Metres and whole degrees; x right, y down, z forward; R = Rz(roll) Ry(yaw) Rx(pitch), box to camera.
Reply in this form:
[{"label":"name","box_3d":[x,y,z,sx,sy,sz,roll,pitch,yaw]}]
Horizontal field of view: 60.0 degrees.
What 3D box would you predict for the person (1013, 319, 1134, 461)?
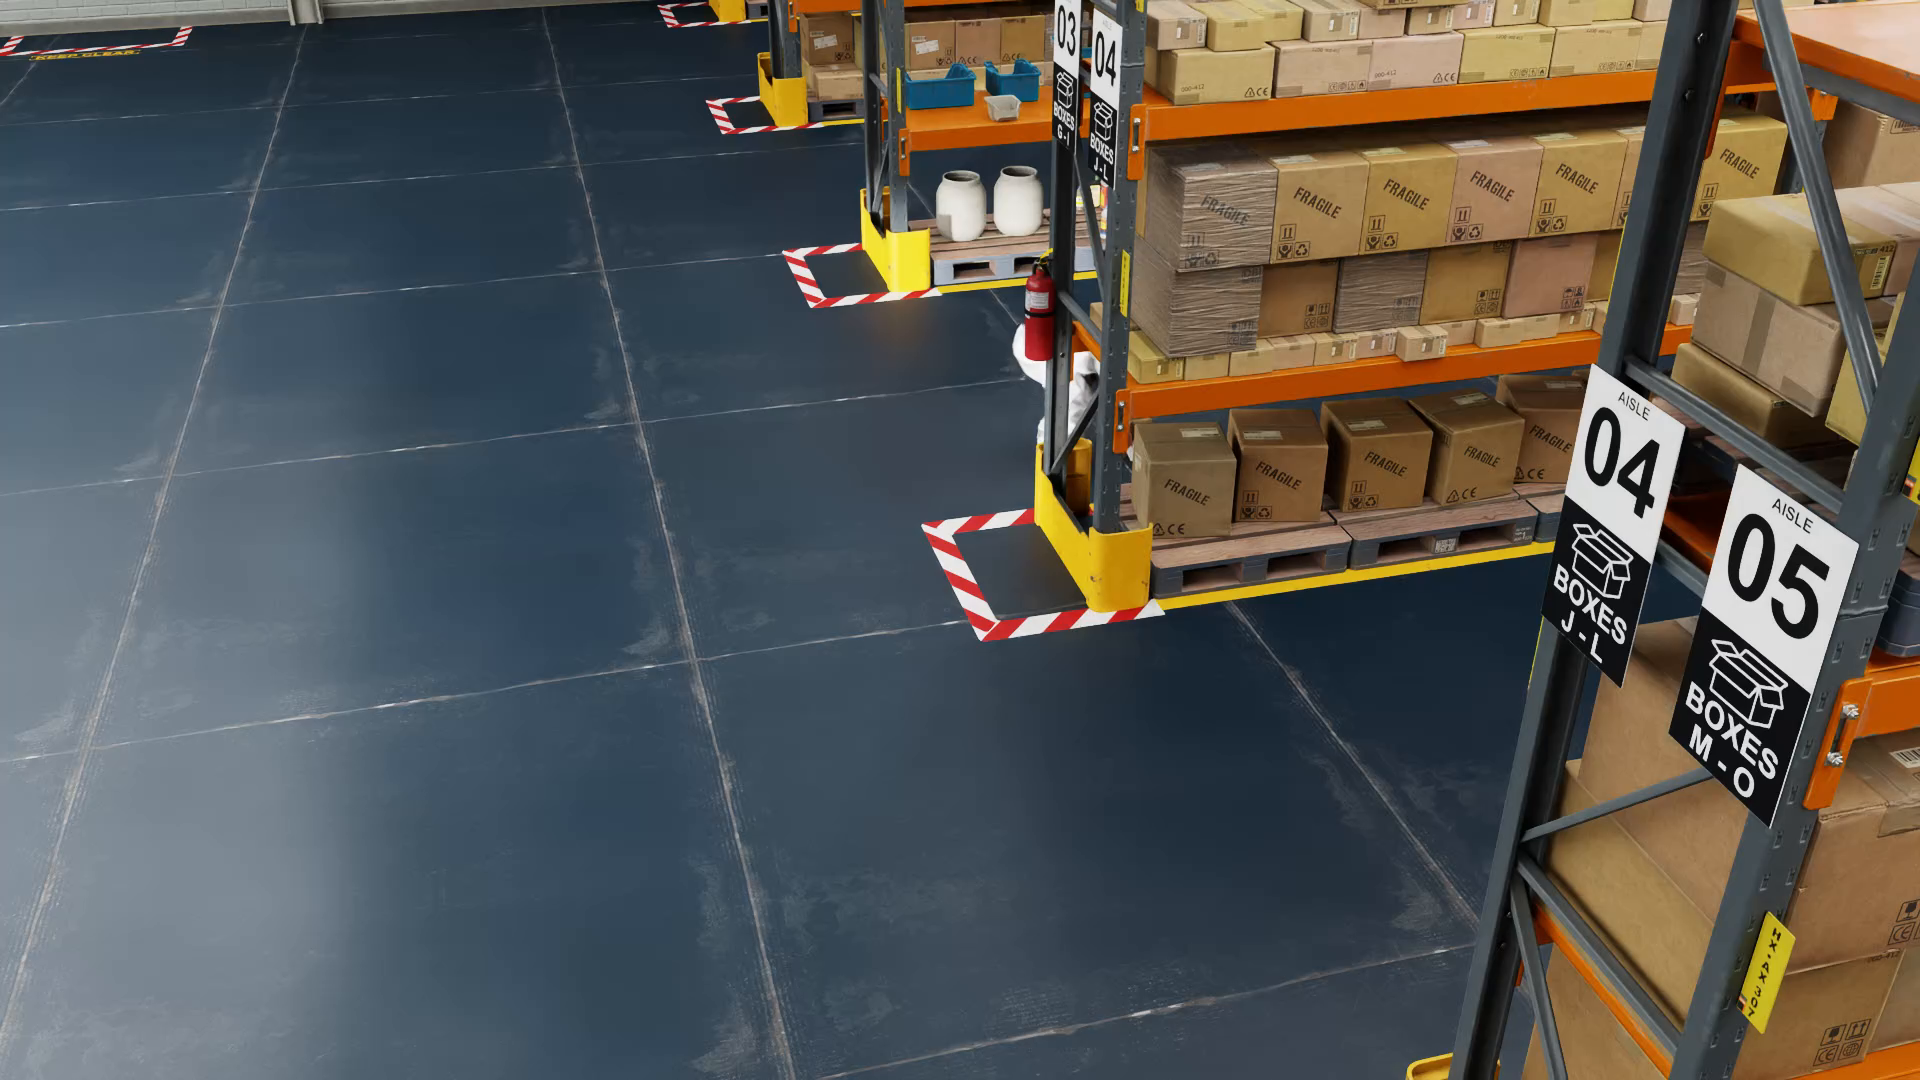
[{"label":"person","box_3d":[0.817,-1.008,10.850,0.952,0.923,0.535,2,30,3]}]
